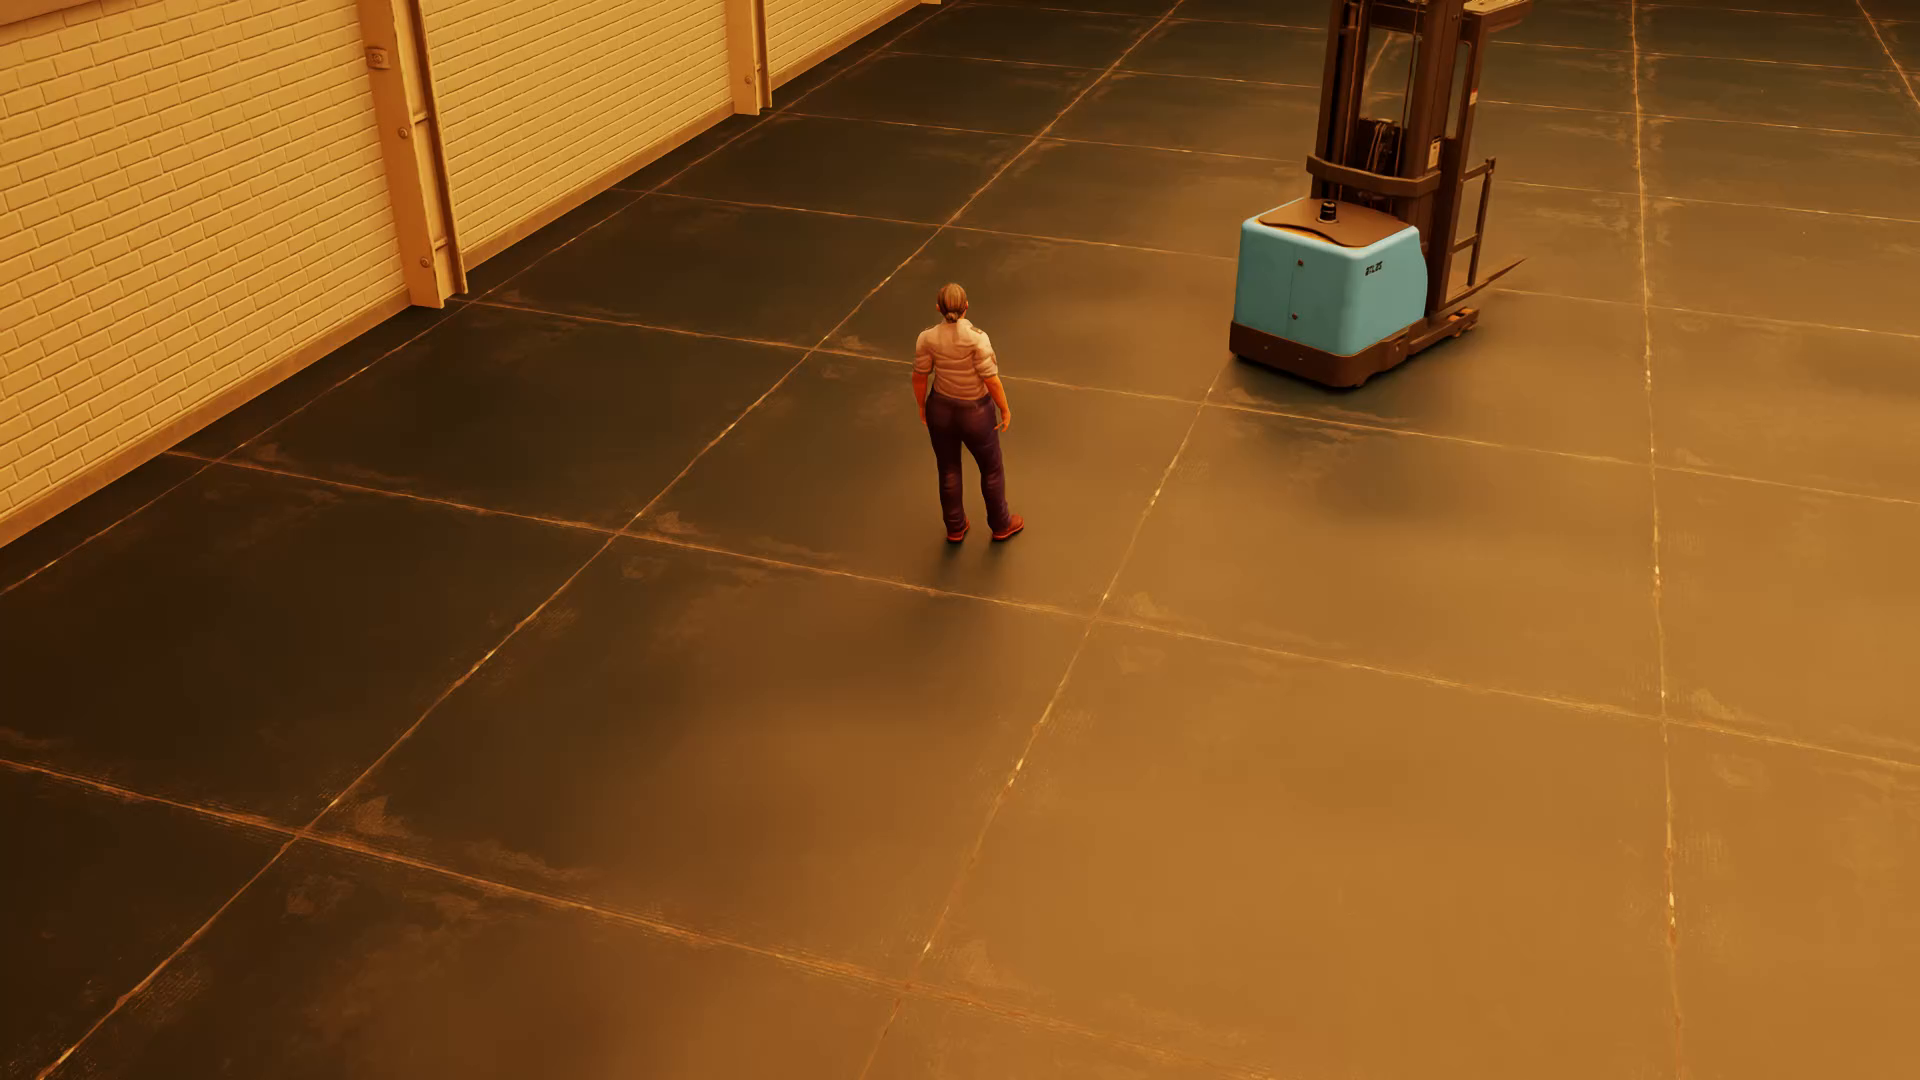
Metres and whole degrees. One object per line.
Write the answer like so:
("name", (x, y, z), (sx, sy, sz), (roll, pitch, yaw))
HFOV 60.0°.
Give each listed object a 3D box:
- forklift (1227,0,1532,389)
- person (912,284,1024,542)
("forklift", (3.377, -2.988, 12.378), (1.130, 2.935, 3.031), (25, 38, 37))
("person", (0.051, -0.760, 9.752), (0.598, 1.651, 0.501), (10, 31, 16))
